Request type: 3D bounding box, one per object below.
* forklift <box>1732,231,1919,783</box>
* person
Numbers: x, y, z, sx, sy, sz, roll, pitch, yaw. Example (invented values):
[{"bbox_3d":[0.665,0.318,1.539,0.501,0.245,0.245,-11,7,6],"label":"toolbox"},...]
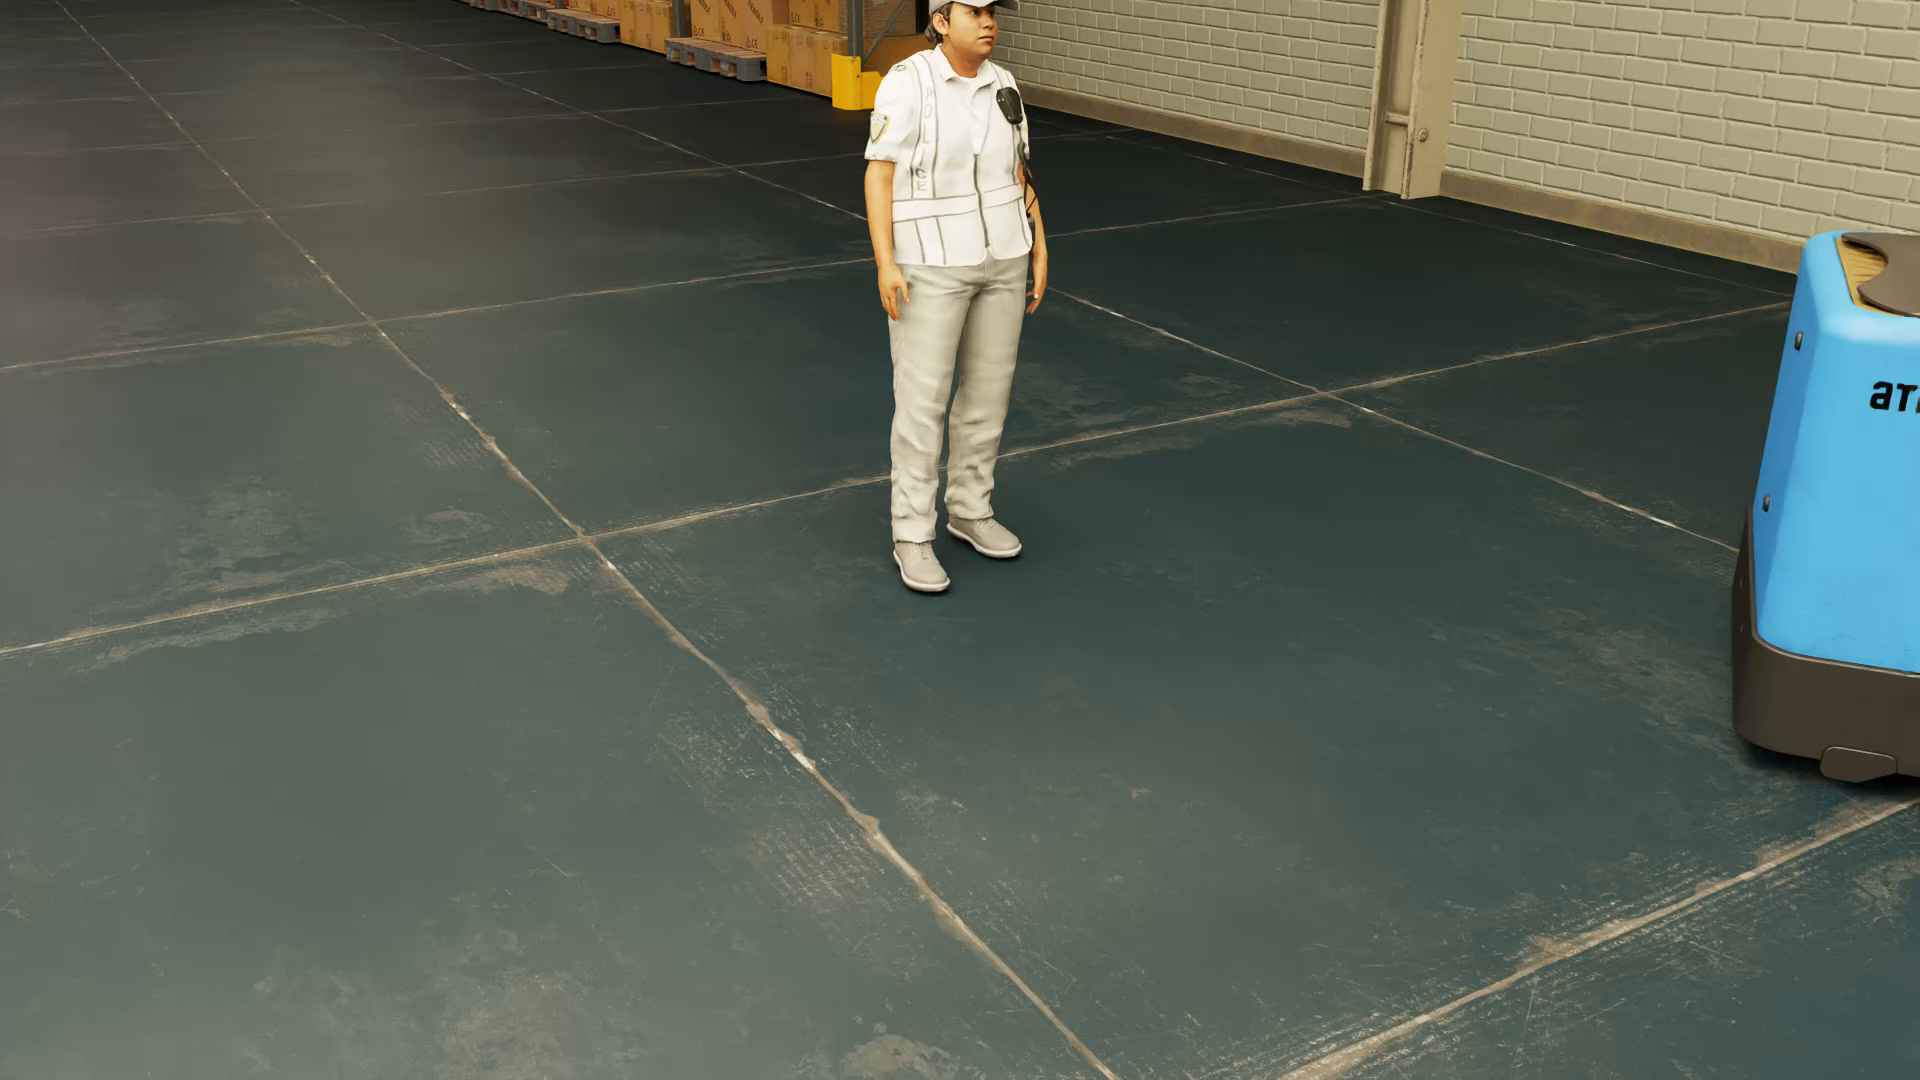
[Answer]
[{"bbox_3d":[3.368,-0.779,3.171,3.031,2.935,1.130,9,24,21],"label":"forklift"},{"bbox_3d":[0.019,-0.749,4.743,0.598,1.670,0.529,-12,25,-28],"label":"person"}]
